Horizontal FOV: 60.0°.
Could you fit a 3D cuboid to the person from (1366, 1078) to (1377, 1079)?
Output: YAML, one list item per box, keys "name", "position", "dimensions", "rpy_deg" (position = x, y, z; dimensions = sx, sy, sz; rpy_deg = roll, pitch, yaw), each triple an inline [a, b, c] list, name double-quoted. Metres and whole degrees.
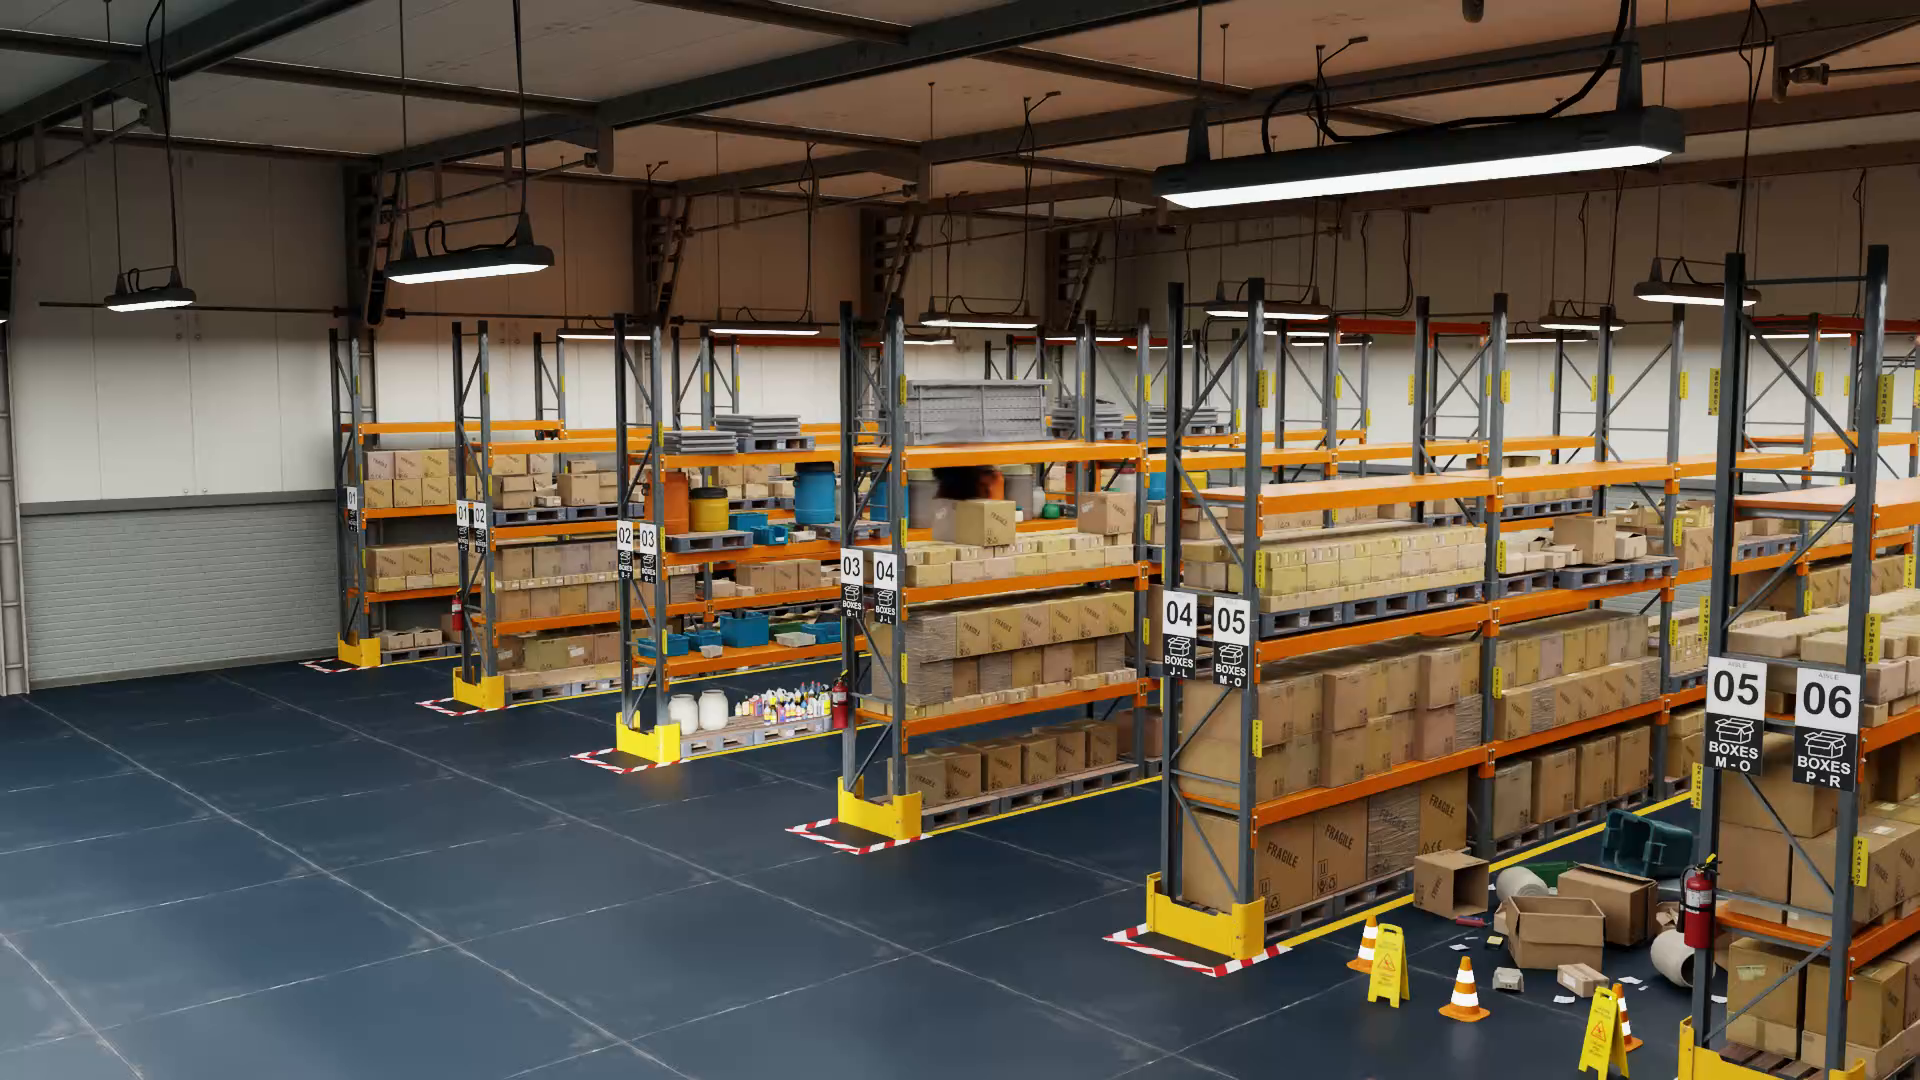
- name: "person"
  position: [2.160, 3.546, 8.690]
  dimensions: [0.539, 1.579, 0.614]
  rpy_deg: [2, 6, 17]
